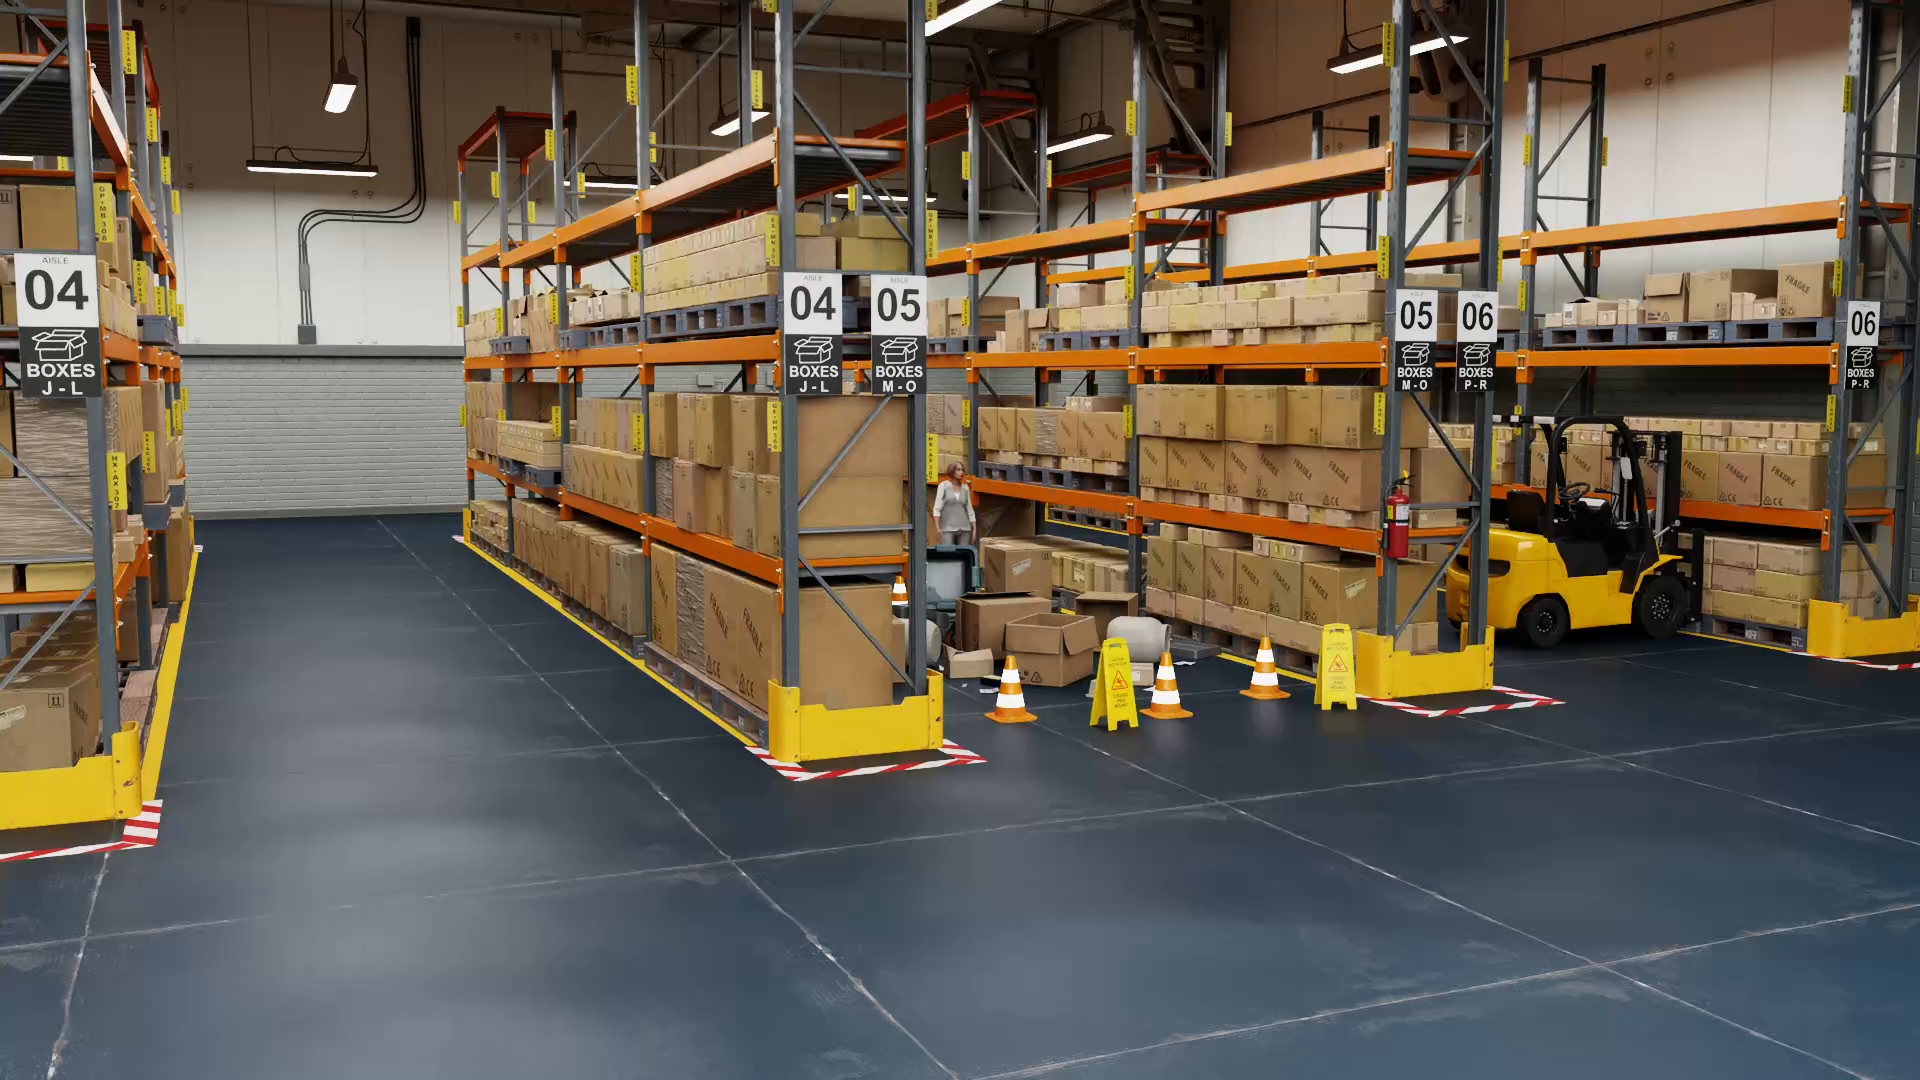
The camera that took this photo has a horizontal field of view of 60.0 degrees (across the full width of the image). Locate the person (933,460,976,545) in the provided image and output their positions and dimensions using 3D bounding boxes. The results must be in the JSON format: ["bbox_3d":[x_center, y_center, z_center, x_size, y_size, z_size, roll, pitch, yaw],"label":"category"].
[{"bbox_3d":[-0.035,-0.071,18.312,0.520,1.597,0.475,-2,6,-24],"label":"person"}]
